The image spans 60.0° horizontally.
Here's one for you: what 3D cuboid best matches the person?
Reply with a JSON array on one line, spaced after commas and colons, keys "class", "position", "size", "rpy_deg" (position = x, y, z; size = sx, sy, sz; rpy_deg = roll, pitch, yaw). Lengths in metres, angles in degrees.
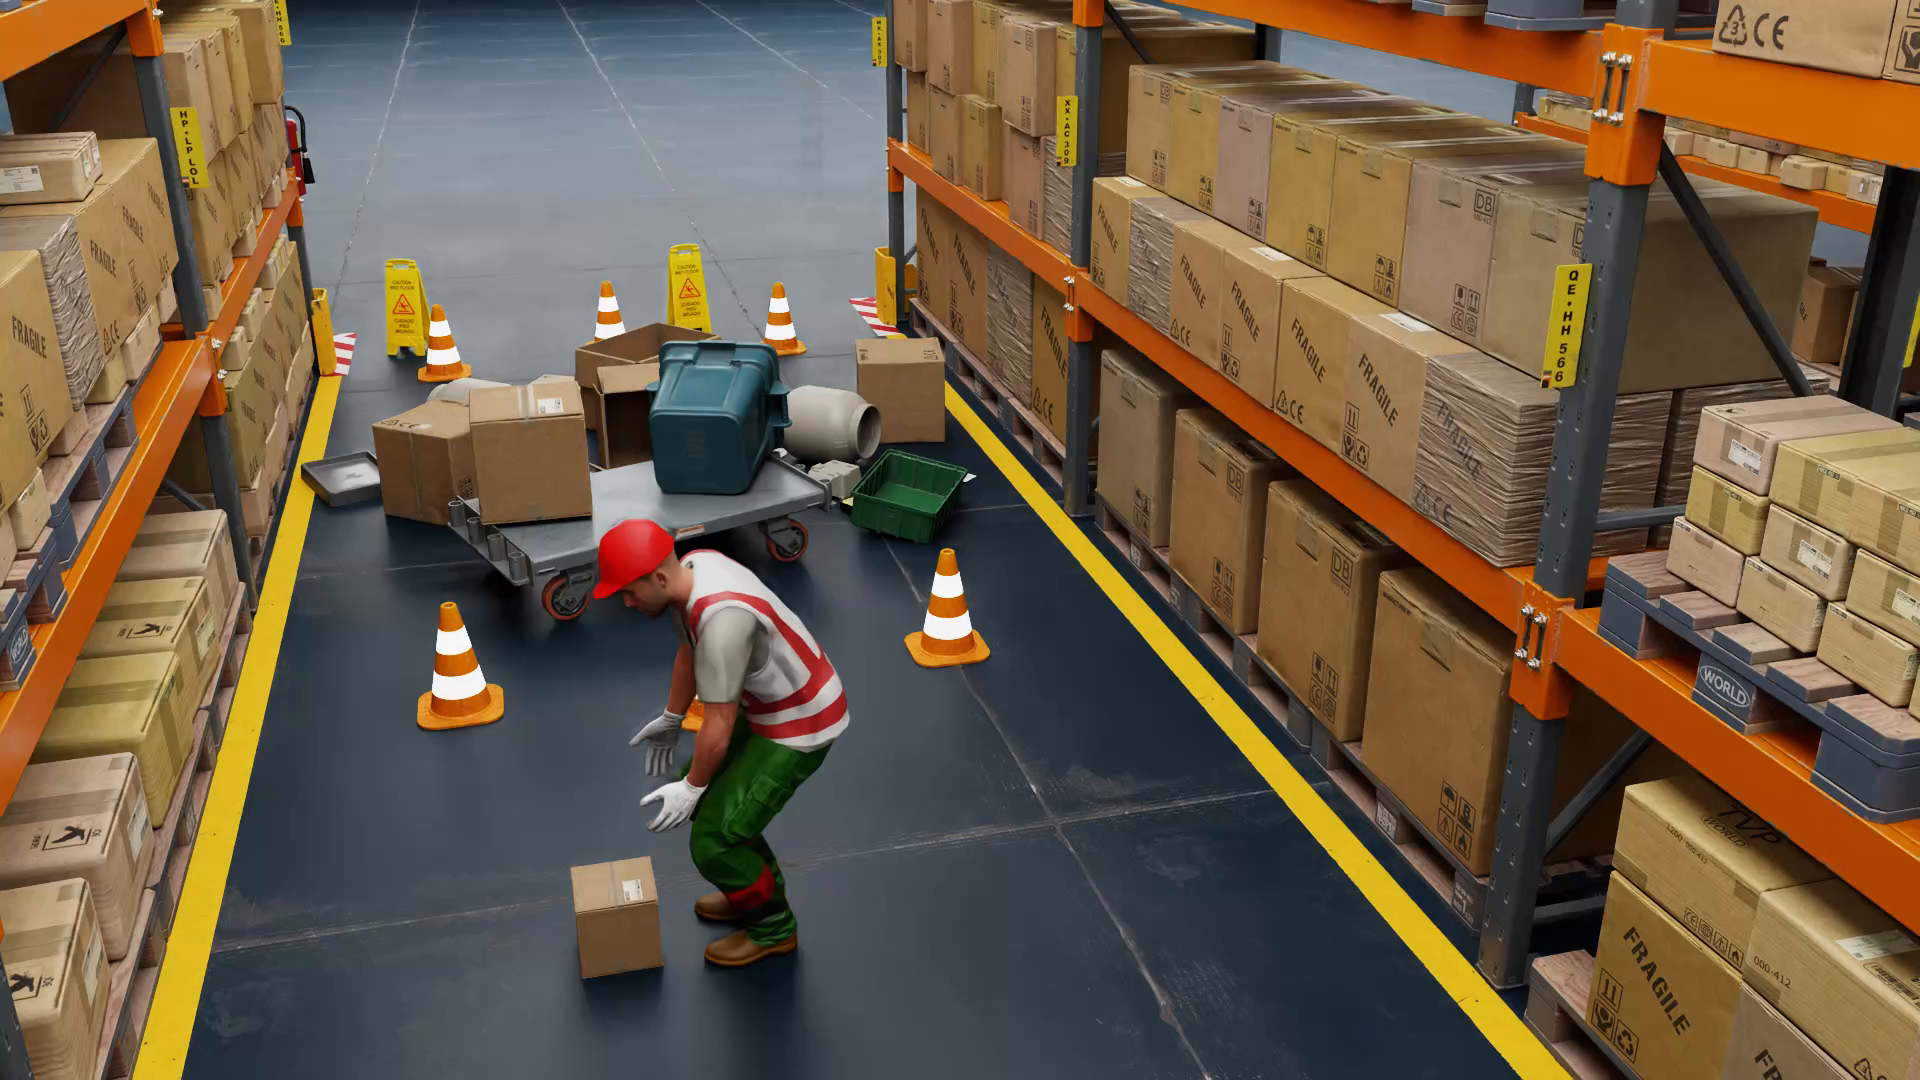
[{"class": "person", "position": [-0.698, 0.600, 5.041], "size": [0.731, 1.471, 0.582], "rpy_deg": [-6, 23, -14]}]
